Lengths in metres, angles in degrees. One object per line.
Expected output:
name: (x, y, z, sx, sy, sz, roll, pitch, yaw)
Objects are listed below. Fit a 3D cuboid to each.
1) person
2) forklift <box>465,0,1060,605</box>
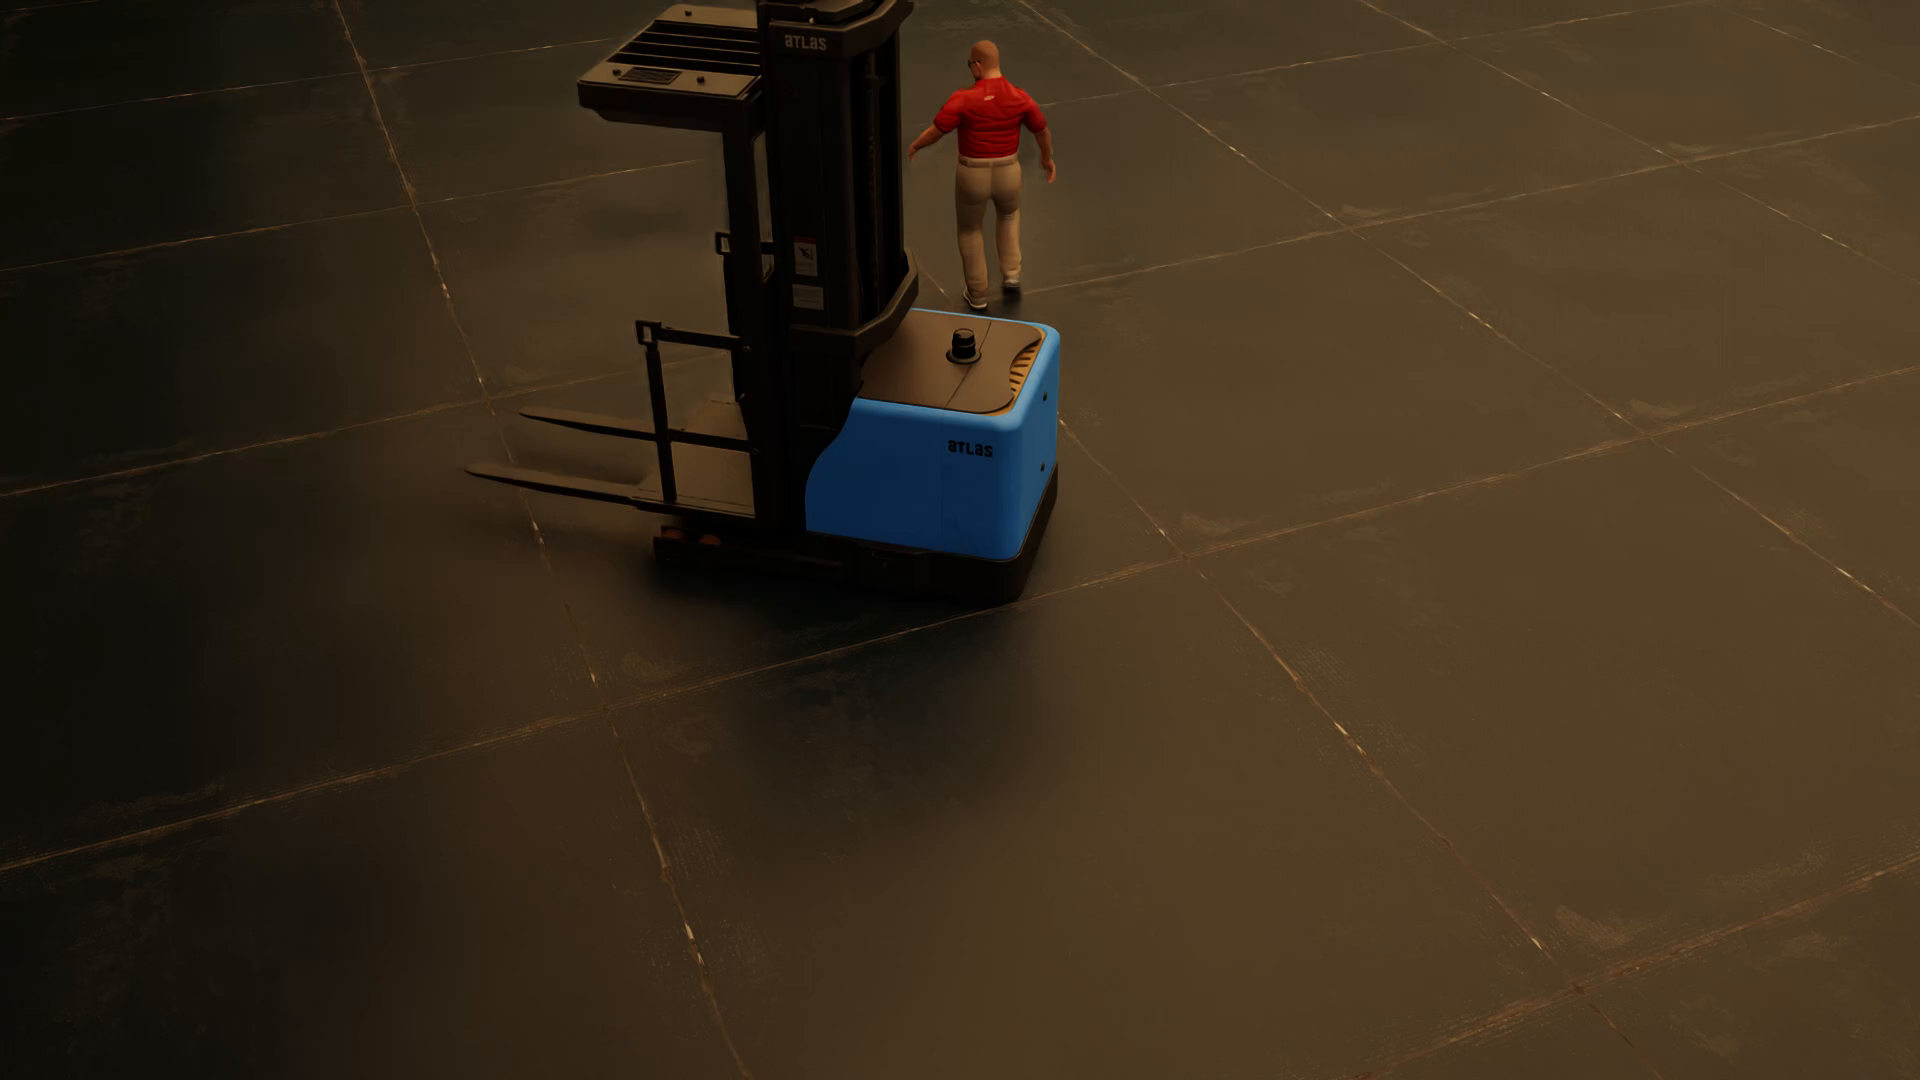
person: (0.154, -2.265, 10.395, 0.923, 1.761, 0.464, -4, 36, -6)
forklift: (-1.062, -1.341, 7.985, 3.031, 2.935, 1.130, 9, 36, 12)
